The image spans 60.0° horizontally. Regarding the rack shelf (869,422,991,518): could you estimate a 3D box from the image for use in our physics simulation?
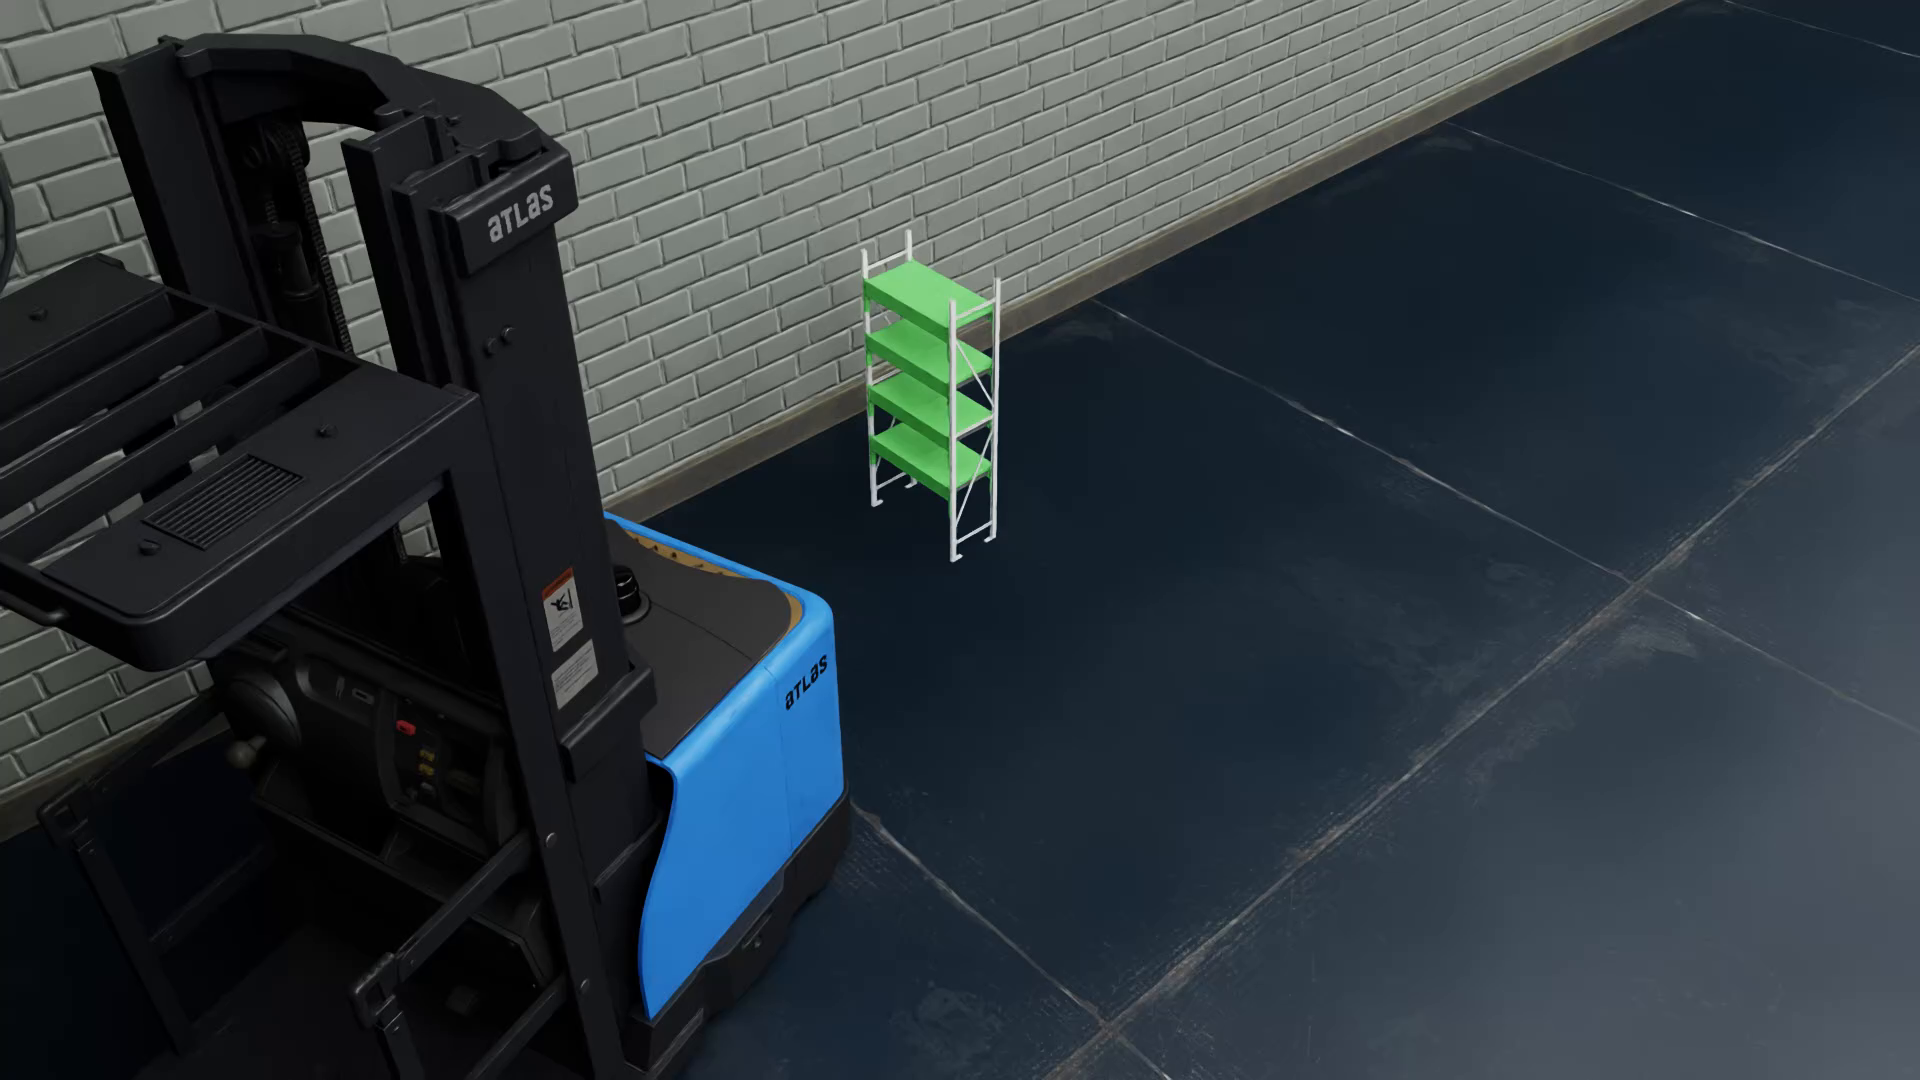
[{"bbox_3d":[-0.112,-0.307,6.659,0.258,0.148,0.480,-30,48,-32],"label":"rack shelf"}]

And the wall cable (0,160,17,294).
[{"bbox_3d":[-3.739,-0.951,3.237,3.097,2.526,0.112,-30,48,-32],"label":"wall cable"}]

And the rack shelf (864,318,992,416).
[{"bbox_3d":[-0.112,-0.680,6.357,0.258,0.148,0.480,-30,48,-32],"label":"rack shelf"}]

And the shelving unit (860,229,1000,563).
[{"bbox_3d":[-0.112,-0.543,6.468,0.258,1.200,0.503,-30,48,-32],"label":"shelving unit"}]

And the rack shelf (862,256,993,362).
[{"bbox_3d":[-0.112,-0.867,6.206,0.258,0.148,0.480,-30,48,-32],"label":"rack shelf"}]

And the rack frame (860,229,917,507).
[{"bbox_3d":[-0.277,-0.656,6.608,0.240,1.200,0.015,-30,48,-32],"label":"rack frame"}]

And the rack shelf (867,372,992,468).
[{"bbox_3d":[-0.112,-0.494,6.508,0.258,0.148,0.480,-30,48,-32],"label":"rack shelf"}]

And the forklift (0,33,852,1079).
[{"bbox_3d":[-1.526,0.520,3.774,1.130,2.935,3.031,20,43,23],"label":"forklift"}]

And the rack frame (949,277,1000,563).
[{"bbox_3d":[0.053,-0.430,6.328,0.240,1.200,0.015,-30,48,-32],"label":"rack frame"}]
